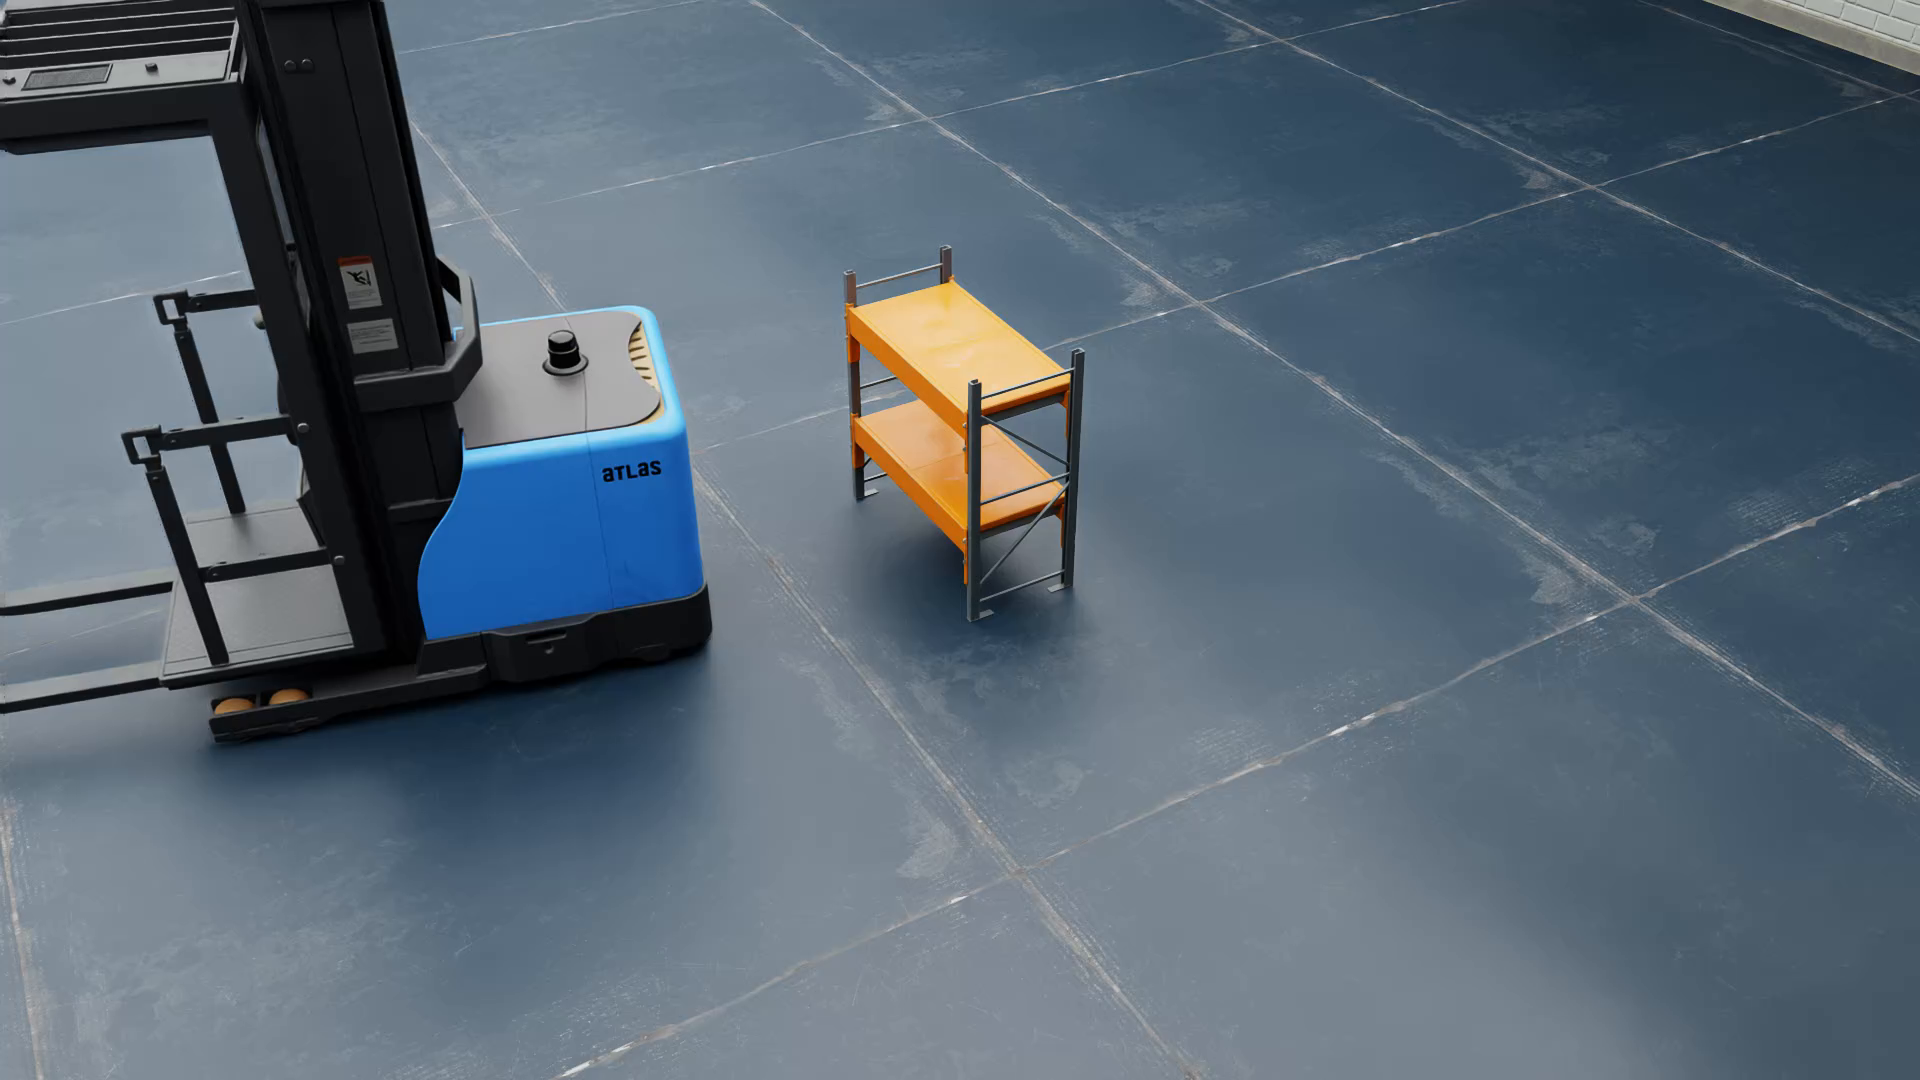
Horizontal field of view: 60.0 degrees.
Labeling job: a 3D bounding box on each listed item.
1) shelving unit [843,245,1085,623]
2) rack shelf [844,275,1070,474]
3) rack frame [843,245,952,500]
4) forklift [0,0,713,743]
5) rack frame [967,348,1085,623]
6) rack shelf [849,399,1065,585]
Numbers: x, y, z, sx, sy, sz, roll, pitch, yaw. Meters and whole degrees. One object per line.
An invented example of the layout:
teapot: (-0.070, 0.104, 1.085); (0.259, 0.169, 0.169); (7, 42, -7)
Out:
shelving unit: (-0.003, -0.458, 6.923); (0.538, 1.125, 1.048); (-19, 40, -24)
rack shelf: (-0.003, -0.694, 6.750); (0.538, 0.278, 1.000); (-19, 40, -24)
rack frame: (-0.259, -0.717, 7.278); (0.500, 1.125, 0.032); (-19, 40, -24)
forklift: (-2.564, -0.775, 5.826); (3.031, 2.935, 1.130); (-9, 37, -13)
rack frame: (0.252, -0.198, 6.568); (0.500, 1.125, 0.032); (-19, 40, -24)
rack shelf: (-0.003, -0.260, 7.067); (0.538, 0.278, 1.000); (-19, 40, -24)
